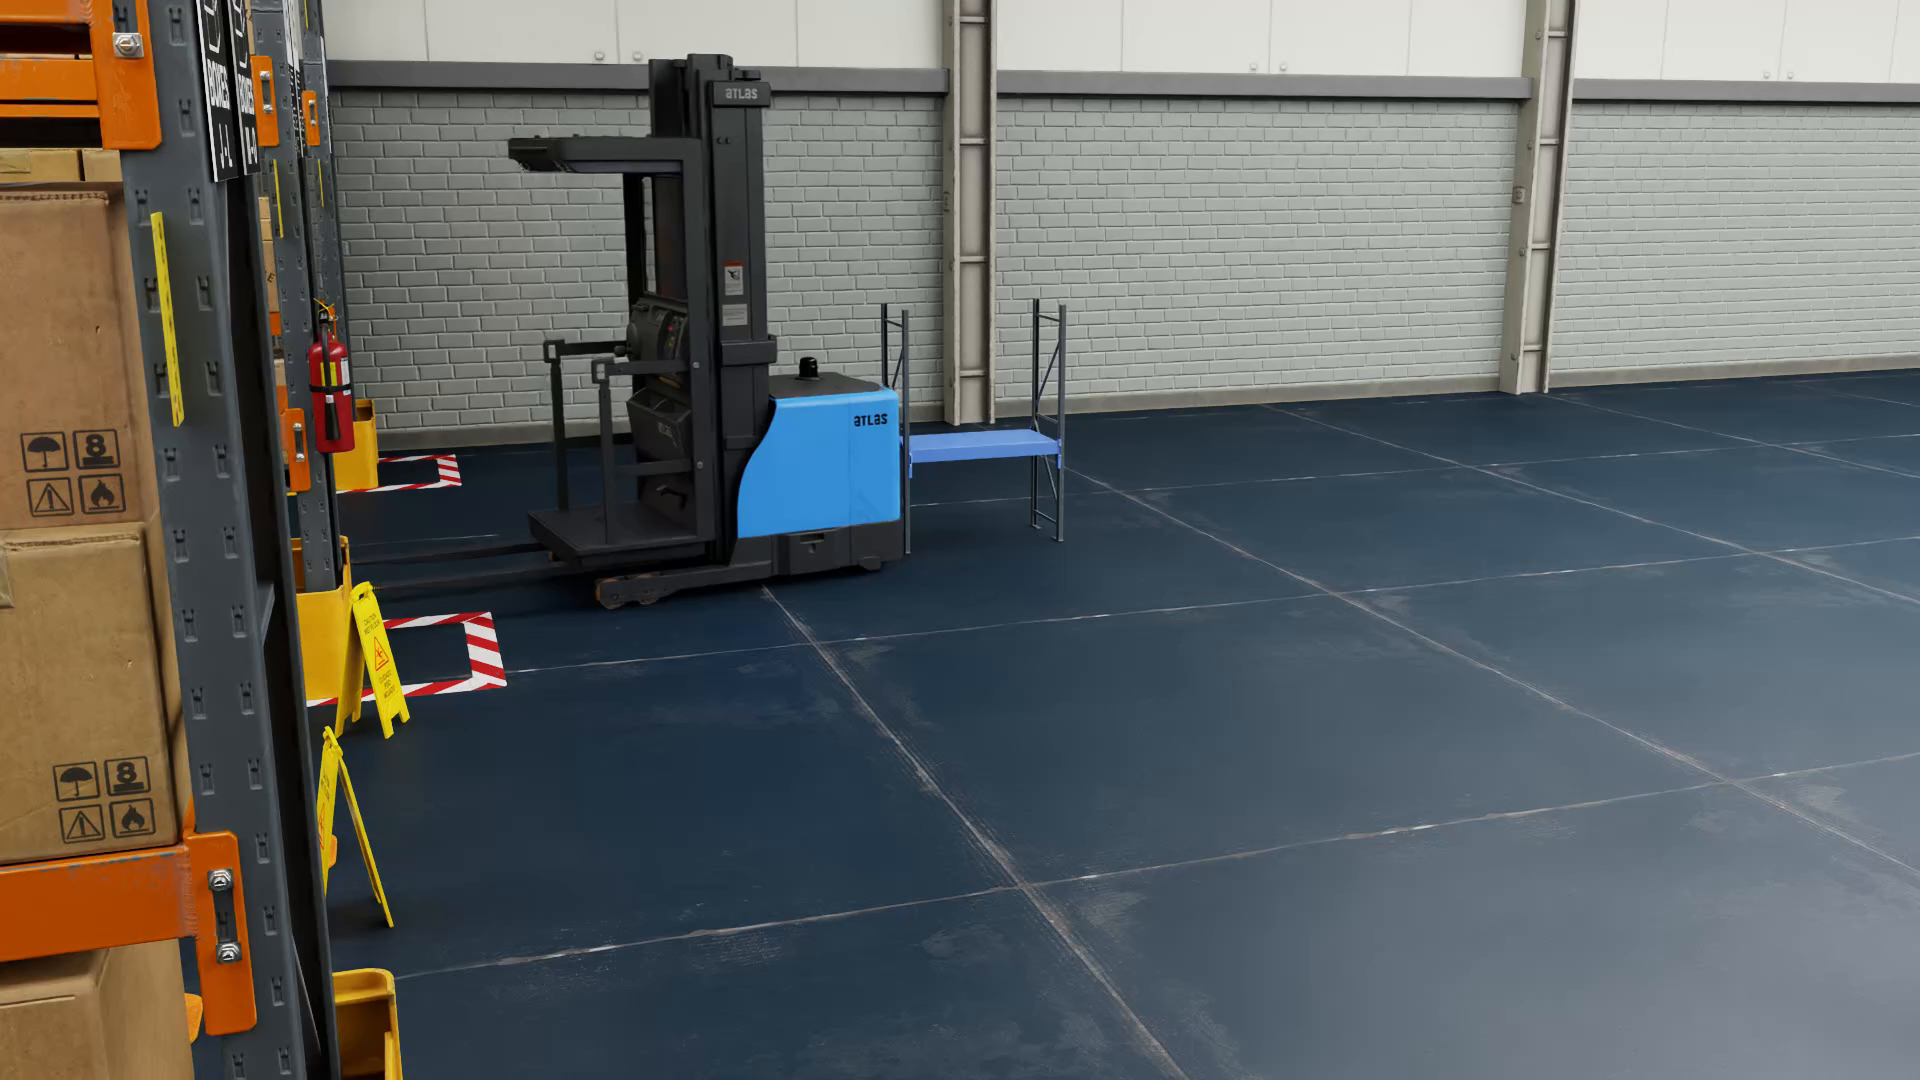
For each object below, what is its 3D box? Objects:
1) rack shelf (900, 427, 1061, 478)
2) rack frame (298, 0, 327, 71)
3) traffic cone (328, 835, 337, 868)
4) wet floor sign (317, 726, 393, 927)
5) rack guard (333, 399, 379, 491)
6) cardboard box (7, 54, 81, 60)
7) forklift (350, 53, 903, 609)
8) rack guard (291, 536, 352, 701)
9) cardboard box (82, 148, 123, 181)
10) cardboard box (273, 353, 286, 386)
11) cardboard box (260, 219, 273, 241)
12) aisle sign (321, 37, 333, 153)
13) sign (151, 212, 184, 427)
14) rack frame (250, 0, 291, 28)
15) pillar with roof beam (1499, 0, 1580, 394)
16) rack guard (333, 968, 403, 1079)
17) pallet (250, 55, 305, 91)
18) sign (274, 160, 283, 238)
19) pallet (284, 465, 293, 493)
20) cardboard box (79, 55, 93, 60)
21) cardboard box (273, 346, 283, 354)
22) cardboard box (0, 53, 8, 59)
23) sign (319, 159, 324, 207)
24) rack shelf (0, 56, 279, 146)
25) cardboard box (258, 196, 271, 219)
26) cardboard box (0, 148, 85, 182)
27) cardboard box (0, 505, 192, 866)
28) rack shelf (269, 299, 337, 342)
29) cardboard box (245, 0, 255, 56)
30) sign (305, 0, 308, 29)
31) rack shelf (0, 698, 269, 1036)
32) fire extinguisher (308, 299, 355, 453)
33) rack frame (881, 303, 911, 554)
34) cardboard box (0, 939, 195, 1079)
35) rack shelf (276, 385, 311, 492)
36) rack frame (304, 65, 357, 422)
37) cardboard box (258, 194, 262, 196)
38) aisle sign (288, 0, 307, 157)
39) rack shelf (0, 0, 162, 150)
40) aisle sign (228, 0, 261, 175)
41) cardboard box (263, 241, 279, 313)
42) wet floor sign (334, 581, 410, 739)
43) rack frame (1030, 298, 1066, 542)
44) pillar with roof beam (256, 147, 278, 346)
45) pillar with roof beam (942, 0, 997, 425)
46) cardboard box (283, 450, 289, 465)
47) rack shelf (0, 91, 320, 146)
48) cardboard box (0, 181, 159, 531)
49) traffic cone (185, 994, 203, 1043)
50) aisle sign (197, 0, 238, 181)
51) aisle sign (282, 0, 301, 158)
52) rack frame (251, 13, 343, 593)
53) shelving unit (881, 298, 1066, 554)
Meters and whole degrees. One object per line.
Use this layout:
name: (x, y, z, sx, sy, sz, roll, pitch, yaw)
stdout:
rack shelf: (0.081, -0.561, 10.537, 1.000, 0.185, 0.538, -4, 14, -18)
rack frame: (-4.655, -4.871, 11.673, 0.127, 3.000, 1.000, -4, 14, -18)
traffic cone: (-2.389, 0.904, 5.844, 0.334, 0.463, 0.336, -4, 14, -18)
wet floor sign: (-1.998, 0.924, 5.366, 0.232, 0.644, 0.267, -7, 15, -28)
rack guard: (-4.633, -0.738, 12.664, 0.348, 0.500, 1.175, -4, 14, -18)
cardboard box: (-3.806, -2.075, 6.946, 0.250, 0.149, 0.380, -4, 14, -16)
forklift: (-1.886, -1.188, 9.305, 3.031, 2.935, 1.130, -7, 15, -27)
rack guard: (-3.141, 0.358, 8.057, 0.348, 0.500, 1.175, -4, 14, -18)
cardboard box: (-3.483, -1.458, 7.270, 0.500, 0.500, 0.700, -5, 14, -19)
cardboard box: (-4.992, -1.203, 12.090, 0.500, 0.250, 0.500, -4, 14, -16)
cardboard box: (-4.895, -2.229, 11.914, 0.250, 0.149, 0.380, -4, 14, -17)
aisle sign: (-4.500, -3.157, 11.816, 0.004, 0.787, 0.394, -4, 14, -18)
sign: (-1.234, -0.344, 2.592, 0.005, 0.325, 0.100, -4, 14, -18)
rack frame: (-3.069, -3.782, 7.097, 0.127, 3.000, 1.000, -4, 14, -18)
pillar with roof beam: (7.144, -4.958, 12.042, 0.400, 9.000, 9.100, -4, 14, -18)
rack guard: (-1.372, 1.429, 3.555, 0.348, 0.500, 1.175, -4, 14, -18)
pallet: (-5.334, -3.322, 11.834, 1.213, 0.211, 1.003, -4, 14, -18)
sign: (-2.911, -1.457, 7.103, 0.005, 0.325, 0.100, -4, 14, -18)
pallet: (-5.367, -0.530, 12.414, 1.213, 0.211, 1.003, -4, 14, -18)
cardboard box: (-3.543, -2.087, 6.997, 0.250, 0.149, 0.380, -4, 14, -18)
cardboard box: (-5.171, -1.311, 12.546, 0.500, 0.250, 0.500, -5, 14, -19)
cardboard box: (-4.067, -2.071, 6.929, 0.250, 0.149, 0.380, -4, 14, -18)
sign: (-4.496, -2.510, 11.701, 0.005, 0.325, 0.100, -4, 14, -18)
rack shelf: (-4.964, -1.825, 6.907, 4.000, 0.370, 1.077, -4, 14, -18)
cardboard box: (-4.928, -2.388, 11.940, 0.250, 0.149, 0.380, -4, 14, -18)
cardboard box: (-3.965, -1.422, 7.120, 0.500, 0.500, 0.700, -4, 14, -18)
cardboard box: (-1.732, 0.179, 3.084, 0.550, 0.550, 0.875, -4, 14, -18)
rack shelf: (-6.551, -1.454, 11.830, 4.000, 0.370, 1.077, -4, 14, -18)
cardboard box: (-4.997, -3.627, 11.586, 0.500, 0.500, 0.500, -4, 14, -16)
sign: (-4.496, -3.683, 11.422, 0.005, 0.325, 0.100, -4, 14, -18)
rack shelf: (-3.290, 0.712, 2.721, 4.000, 0.370, 1.077, -4, 14, -18)
fire extinguisher: (-2.813, -0.733, 7.411, 0.183, 0.674, 0.296, -4, 14, -18)
rack frame: (-0.401, -0.698, 10.338, 0.032, 1.500, 0.500, -4, 14, -18)
cardboard box: (-2.016, 1.109, 3.184, 0.875, 0.875, 0.875, -4, 14, -18)
rack shelf: (-4.964, -0.366, 7.254, 4.000, 0.370, 1.077, -4, 14, -18)
rack frame: (-4.655, -1.952, 12.367, 0.127, 3.000, 1.000, -4, 14, -18)
cardboard box: (-5.314, -2.477, 12.314, 0.250, 0.149, 0.380, -4, 14, -16)
aisle sign: (-3.109, -2.201, 7.795, 0.004, 0.787, 0.394, -4, 14, -18)
rack shelf: (-3.290, -0.747, 2.374, 4.000, 0.370, 1.077, -4, 14, -18)
aisle sign: (-1.423, -1.121, 3.256, 0.004, 0.787, 0.394, -4, 14, -18)
cardboard box: (-5.038, -1.907, 11.960, 0.500, 0.500, 0.500, -5, 14, -19)
wet floor sign: (-2.547, 0.502, 7.136, 0.232, 0.644, 0.267, 0, 13, 1)
rack frame: (0.563, -0.773, 10.653, 0.032, 1.500, 0.500, -4, 14, -18)
pillar with roof beam: (-4.230, -4.073, 8.318, 0.400, 9.000, 9.100, -4, 14, -18)
pillar with roof beam: (1.457, -4.515, 10.180, 0.400, 9.000, 9.100, -4, 14, -18)
cardboard box: (-5.000, -0.715, 12.199, 0.500, 0.250, 0.500, -4, 14, -18)
rack shelf: (-6.551, -2.914, 11.482, 4.000, 0.370, 1.077, -4, 14, -18)
cardboard box: (-1.758, -0.365, 3.037, 0.550, 0.550, 0.875, -4, 14, -18)
traffic cone: (-2.351, 1.177, 4.697, 0.334, 0.463, 0.336, -4, 14, -18)
aisle sign: (-1.231, -0.990, 2.703, 0.004, 0.787, 0.394, -4, 14, -18)
aisle sign: (-2.918, -2.069, 7.242, 0.004, 0.787, 0.394, -4, 14, -18)
rack frame: (-3.069, -0.864, 7.791, 0.127, 3.000, 1.000, -4, 14, -18)
shelving unit: (0.081, -0.736, 10.496, 1.048, 1.500, 0.538, -4, 14, -18)
